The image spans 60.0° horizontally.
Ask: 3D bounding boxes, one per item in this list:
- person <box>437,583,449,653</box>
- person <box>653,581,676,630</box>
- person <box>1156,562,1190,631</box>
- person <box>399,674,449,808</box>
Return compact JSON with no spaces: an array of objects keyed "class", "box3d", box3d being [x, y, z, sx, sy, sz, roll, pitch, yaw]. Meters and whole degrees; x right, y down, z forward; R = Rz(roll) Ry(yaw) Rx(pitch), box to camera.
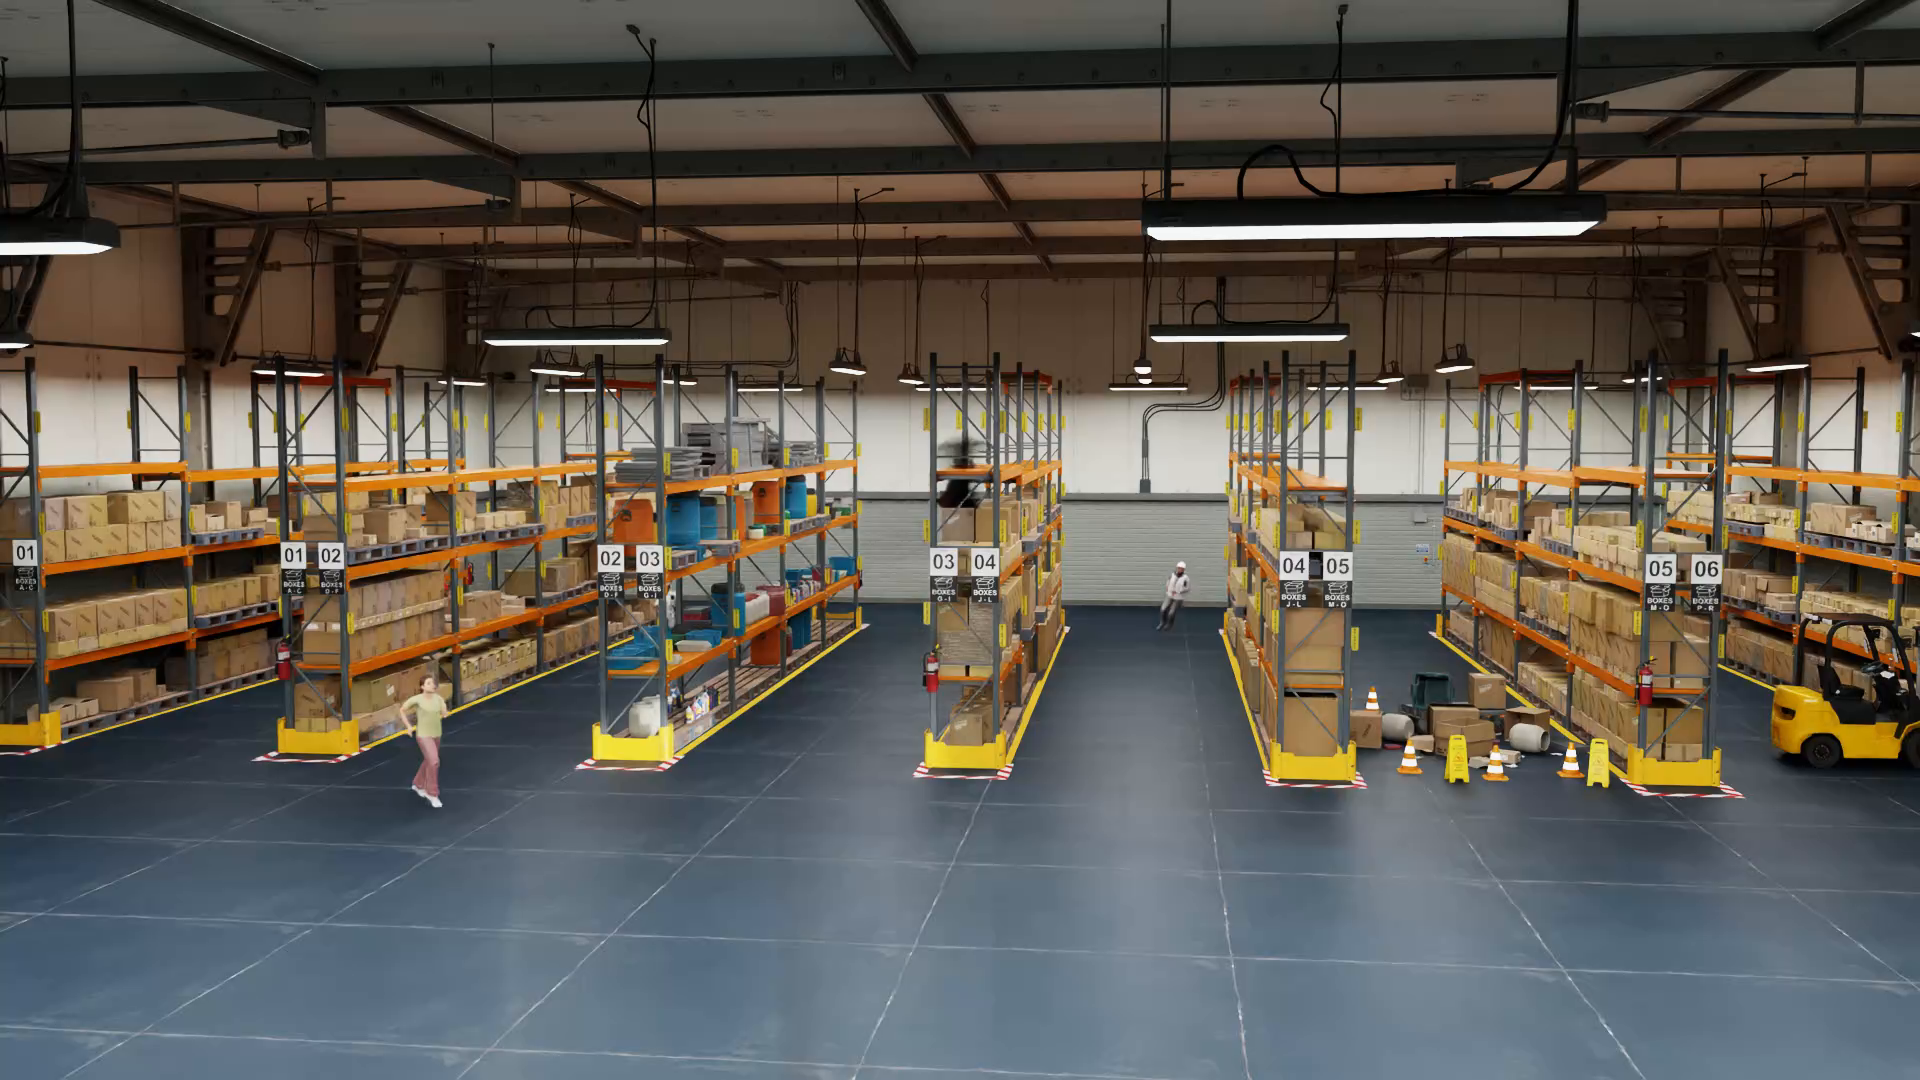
[{"class":"person","box3d":[-10.396,1.746,33.571,0.663,1.757,0.782,0,4,2]},{"class":"person","box3d":[-6.193,1.668,35.132,0.549,1.696,0.924,0,4,-4]},{"class":"person","box3d":[5.126,1.343,39.790,0.827,1.678,0.647,3,5,33]},{"class":"person","box3d":[-6.997,2.618,21.839,0.759,1.723,0.549,3,5,34]}]
